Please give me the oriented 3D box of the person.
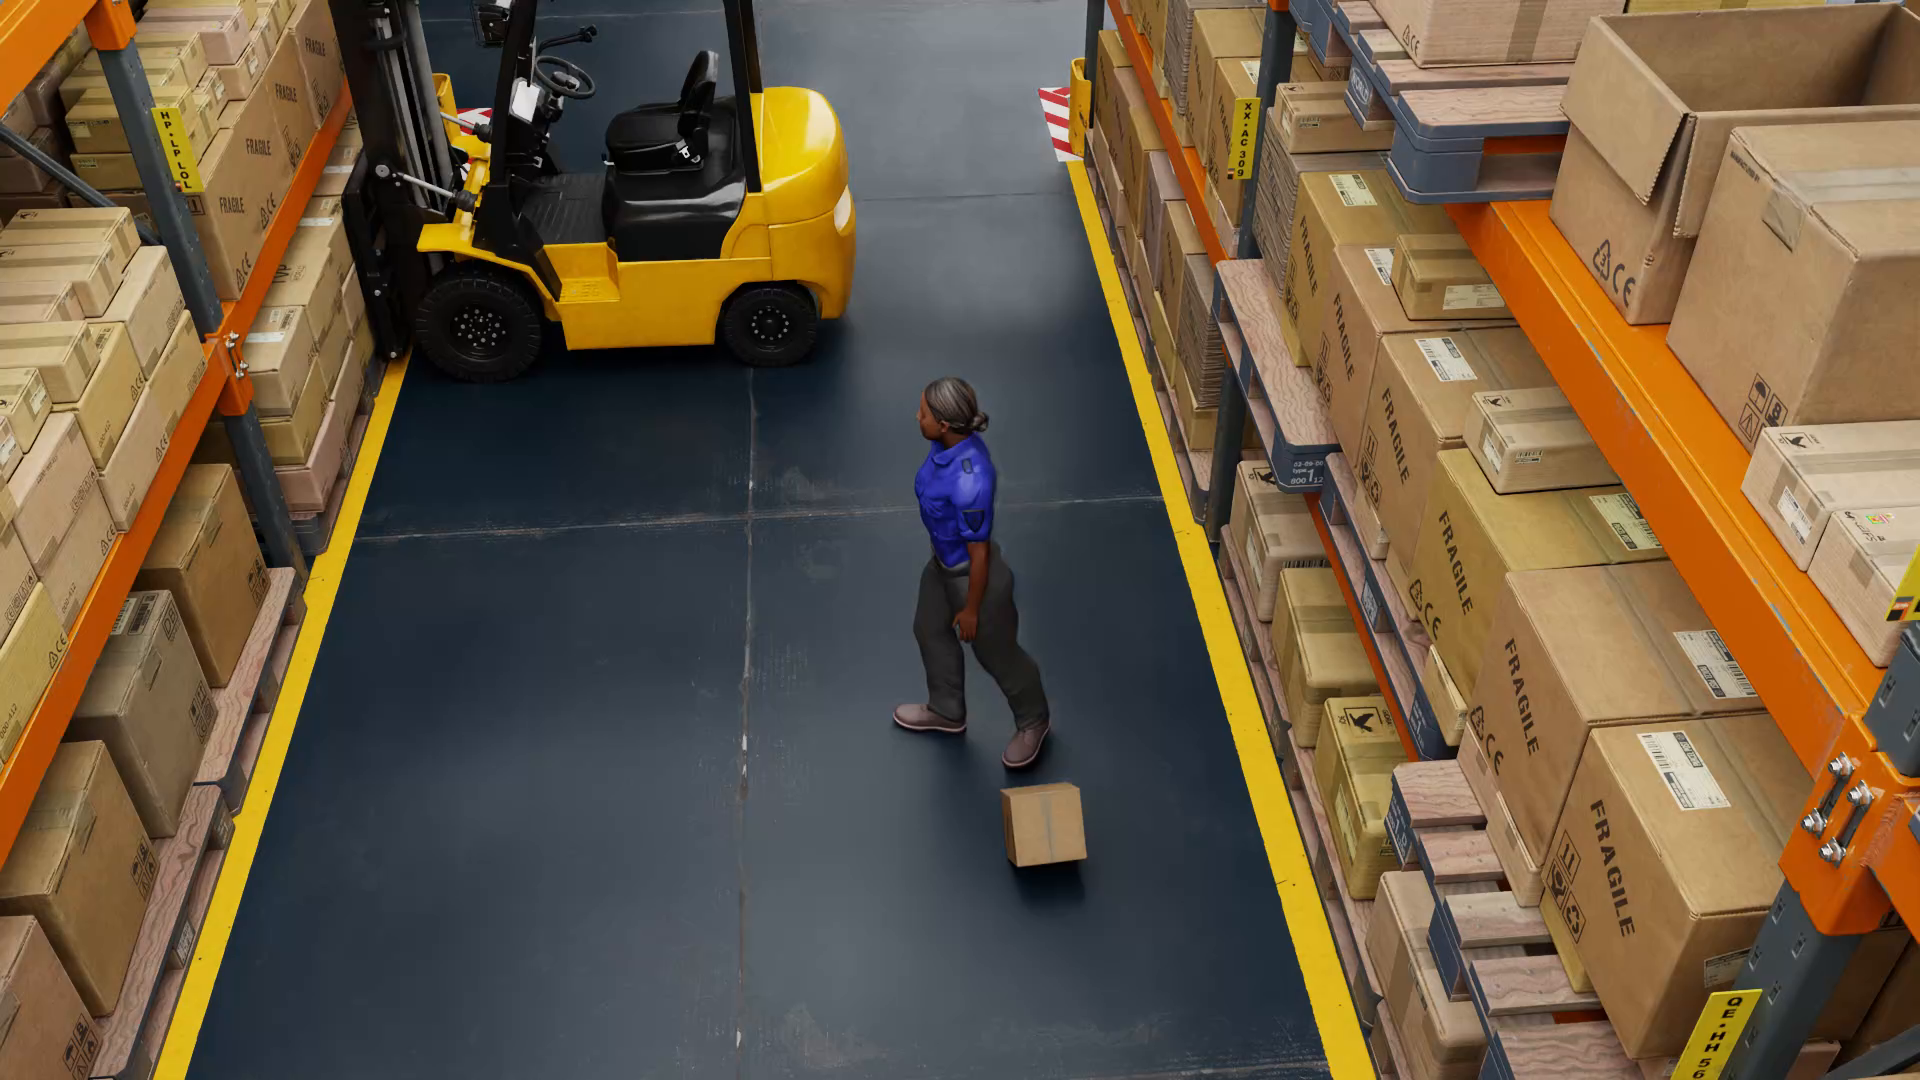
[{"bbox_3d":[0.053,0.122,6.011,0.588,1.641,0.510,-8,40,-10],"label":"person"}]
